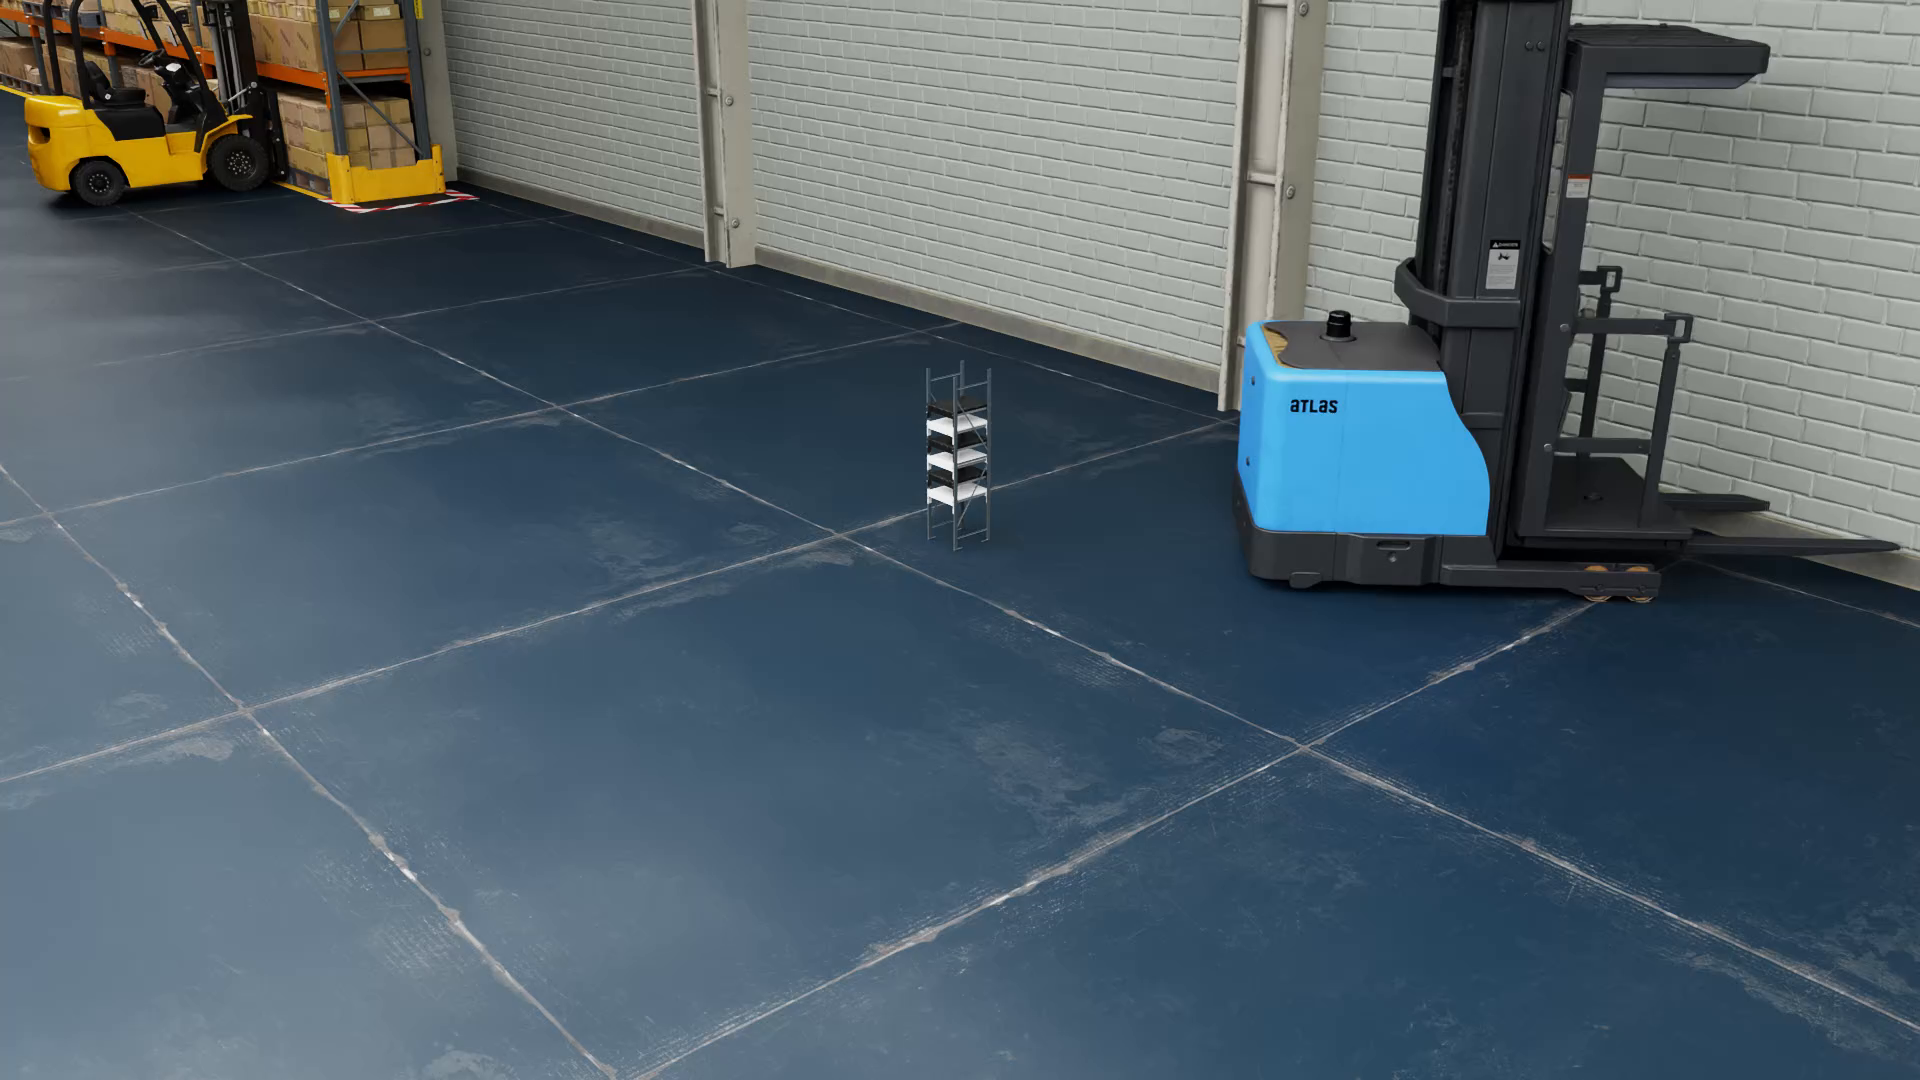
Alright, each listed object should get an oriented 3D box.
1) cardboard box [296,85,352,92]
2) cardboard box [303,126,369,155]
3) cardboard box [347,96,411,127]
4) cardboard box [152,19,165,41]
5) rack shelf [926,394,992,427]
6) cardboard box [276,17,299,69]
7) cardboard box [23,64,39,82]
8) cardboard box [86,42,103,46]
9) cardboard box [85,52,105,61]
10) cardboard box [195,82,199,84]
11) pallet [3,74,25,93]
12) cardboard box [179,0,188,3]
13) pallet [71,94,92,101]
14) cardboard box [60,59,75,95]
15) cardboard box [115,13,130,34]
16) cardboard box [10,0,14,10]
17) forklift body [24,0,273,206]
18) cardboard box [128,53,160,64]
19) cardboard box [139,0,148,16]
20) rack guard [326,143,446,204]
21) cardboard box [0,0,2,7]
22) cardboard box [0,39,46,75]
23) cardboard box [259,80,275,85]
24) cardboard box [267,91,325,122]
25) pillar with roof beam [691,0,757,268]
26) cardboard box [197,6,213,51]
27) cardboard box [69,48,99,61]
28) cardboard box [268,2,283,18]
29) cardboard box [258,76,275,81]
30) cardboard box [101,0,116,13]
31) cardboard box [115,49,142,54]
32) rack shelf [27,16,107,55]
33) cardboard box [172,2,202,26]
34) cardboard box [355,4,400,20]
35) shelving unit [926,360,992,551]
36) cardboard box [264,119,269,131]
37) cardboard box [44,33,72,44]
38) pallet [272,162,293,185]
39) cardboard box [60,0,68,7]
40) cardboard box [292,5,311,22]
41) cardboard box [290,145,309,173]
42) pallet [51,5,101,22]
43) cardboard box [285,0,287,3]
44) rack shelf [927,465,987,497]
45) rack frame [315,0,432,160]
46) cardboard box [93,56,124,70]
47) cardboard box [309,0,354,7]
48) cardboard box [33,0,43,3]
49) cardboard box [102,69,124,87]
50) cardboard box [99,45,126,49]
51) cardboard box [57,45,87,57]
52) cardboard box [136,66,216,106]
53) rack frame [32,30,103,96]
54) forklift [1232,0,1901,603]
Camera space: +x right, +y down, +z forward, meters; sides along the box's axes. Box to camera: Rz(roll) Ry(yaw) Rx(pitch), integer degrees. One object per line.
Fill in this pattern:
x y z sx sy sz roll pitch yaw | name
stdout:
-7.323 -5.100 19.216 0.500 0.250 0.500 -18 28 -38 | cardboard box
-6.730 -4.328 17.931 0.500 0.250 0.500 -18 28 -38 | cardboard box
-6.346 -4.679 18.141 0.500 0.250 0.500 -18 28 -38 | cardboard box
-9.947 -6.515 21.210 0.500 0.250 0.500 -17 27 -37 | cardboard box
-0.005 -0.642 8.239 0.258 0.077 0.200 -17 27 -37 | rack shelf
-7.028 -5.386 17.985 0.500 0.500 0.500 -16 27 -36 | cardboard box
-14.828 -7.541 26.797 0.396 0.266 0.258 -16 27 -36 | cardboard box
-13.374 -7.665 25.903 0.380 0.149 0.250 -17 27 -37 | cardboard box
-12.553 -7.044 24.318 0.380 0.149 0.250 -18 28 -38 | cardboard box
-9.136 -5.457 20.983 0.875 0.625 0.625 -16 26 -35 | cardboard box
-15.257 -7.664 27.763 1.003 0.211 1.213 -17 27 -37 | pallet
-9.360 -6.683 20.406 0.380 0.149 0.250 -18 28 -38 | cardboard box
-12.649 -6.584 25.006 1.003 0.211 1.213 -17 27 -37 | pallet
-13.186 -6.996 25.086 0.500 0.500 0.500 -18 28 -39 | cardboard box
-10.969 -6.940 22.295 0.500 0.250 0.500 -18 28 -39 | cardboard box
-14.933 -8.558 26.567 0.380 0.149 0.250 -17 27 -36 | cardboard box
-8.796 -4.815 17.828 2.313 2.155 1.214 -17 27 -37 | forklift body
-11.878 -7.012 24.236 0.380 0.149 0.250 -17 27 -37 | cardboard box
-10.287 -6.890 21.483 0.500 0.250 0.500 -17 27 -37 | cardboard box
-6.160 -3.950 17.883 1.175 0.500 0.348 -17 27 -37 | rack guard
-15.623 -8.832 27.265 0.380 0.149 0.250 -17 27 -36 | cardboard box
-15.764 -8.136 27.994 0.700 0.500 0.500 -16 27 -35 | cardboard box
-8.383 -5.254 19.609 0.500 0.250 0.500 -17 27 -37 | cardboard box
-7.387 -4.831 18.528 0.500 0.250 0.500 -17 27 -37 | cardboard box
-5.292 -5.638 10.540 9.100 9.000 0.400 -17 27 -37 | pillar with roof beam
-8.695 -6.087 19.776 0.500 0.500 0.500 -18 28 -39 | cardboard box
-13.076 -7.261 24.872 0.380 0.149 0.250 -16 27 -36 | cardboard box
-7.290 -5.782 18.106 0.380 0.149 0.250 -19 28 -39 | cardboard box
-8.319 -5.516 20.279 0.500 0.250 0.500 -17 27 -36 | cardboard box
-11.312 -7.307 22.547 0.500 0.250 0.500 -17 27 -37 | cardboard box
-12.387 -7.227 24.785 0.380 0.149 0.250 -17 27 -37 | cardboard box
-12.703 -7.548 24.629 1.077 0.370 4.000 -17 27 -37 | rack shelf
-9.301 -6.463 20.393 0.500 0.250 0.500 -18 28 -39 | cardboard box
-6.201 -5.624 17.704 0.380 0.149 0.250 -18 28 -39 | cardboard box
-0.005 -0.421 8.326 0.258 0.900 0.210 -17 27 -37 | shelving unit
-7.726 -4.746 18.998 0.500 0.250 0.500 -18 27 -38 | cardboard box
-13.930 -7.760 25.738 0.380 0.149 0.250 -18 28 -38 | cardboard box
-7.499 -4.360 19.327 1.003 0.211 1.213 -17 27 -37 | pallet
-12.603 -7.981 24.031 0.797 0.503 0.637 -18 28 -39 | cardboard box
-6.804 -5.562 17.544 0.380 0.149 0.250 -17 27 -37 | cardboard box
-7.039 -4.230 18.365 0.500 0.250 0.500 -17 27 -37 | cardboard box
-12.671 -7.777 24.491 1.003 0.211 1.213 -17 27 -37 | pallet
-7.051 -5.869 17.922 0.380 0.149 0.250 -17 27 -37 | cardboard box
-0.005 -0.306 8.371 0.258 0.077 0.200 -17 27 -37 | rack shelf
-6.176 -5.120 17.444 1.000 3.000 0.127 -17 27 -37 | rack frame
-12.114 -6.808 23.716 0.380 0.149 0.250 -19 28 -40 | cardboard box
-6.569 -5.656 17.378 0.380 0.149 0.250 -17 27 -37 | cardboard box
-13.525 -8.348 24.972 0.700 0.500 0.500 -17 27 -37 | cardboard box
-11.837 -6.428 23.634 0.500 0.500 0.500 -16 27 -36 | cardboard box
-12.883 -7.446 25.345 0.380 0.149 0.250 -17 27 -36 | cardboard box
-13.561 -7.481 25.433 0.380 0.149 0.250 -19 28 -40 | cardboard box
-10.569 -6.066 22.539 0.875 0.625 0.625 -16 27 -36 | cardboard box
-14.009 -8.436 25.909 1.000 3.000 0.127 -17 27 -37 | rack frame
2.911 -1.273 7.714 3.031 2.935 1.130 1 21 3 | forklift
